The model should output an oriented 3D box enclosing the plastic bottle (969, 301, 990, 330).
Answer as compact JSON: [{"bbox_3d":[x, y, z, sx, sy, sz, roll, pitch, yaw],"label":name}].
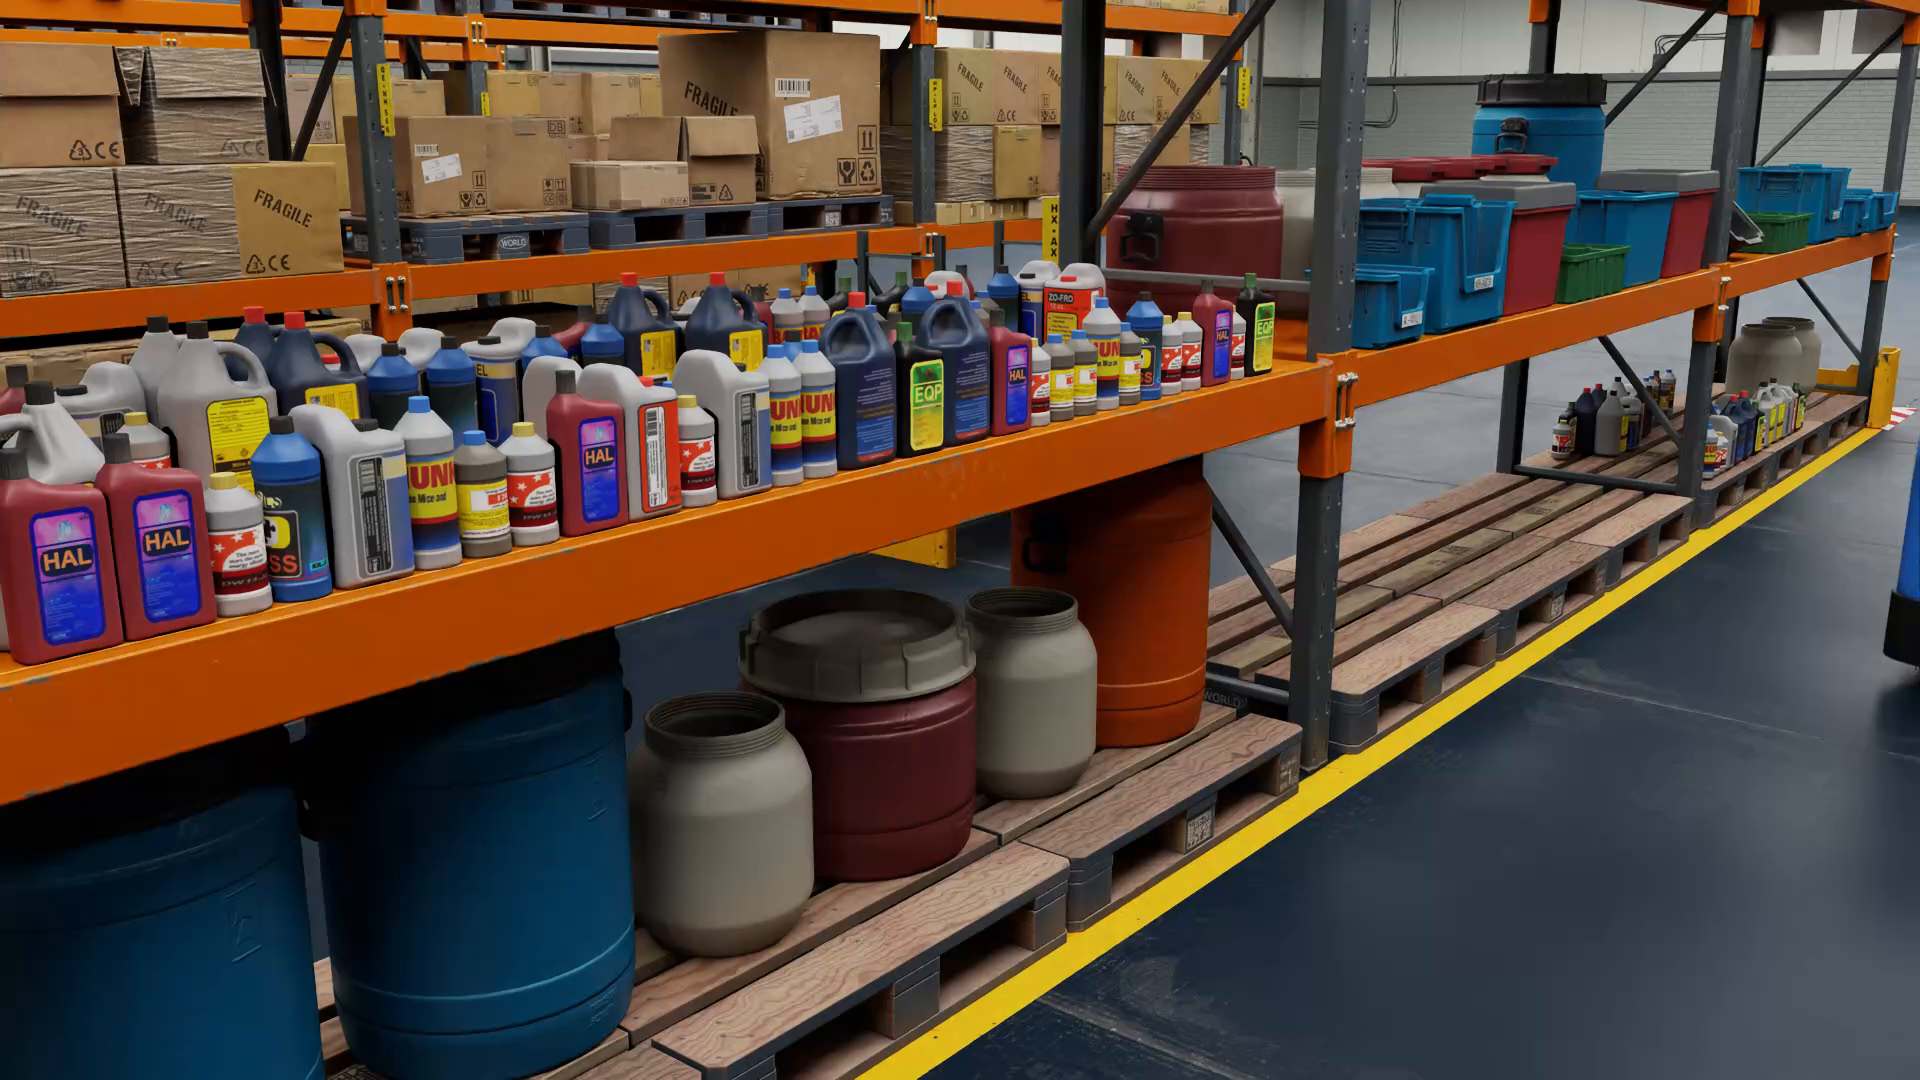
[{"bbox_3d":[0.041,-0.571,4.683,0.097,0.201,0.097,0,14,0],"label":"plastic bottle"}]

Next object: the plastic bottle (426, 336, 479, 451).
[{"bbox_3d":[-1.031,-0.278,3.388,0.097,0.271,0.097,0,14,0],"label":"plastic bottle"}]

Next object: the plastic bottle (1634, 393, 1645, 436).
[{"bbox_3d":[3.861,-0.723,9.500,0.061,0.283,0.133,11,18,38],"label":"plastic bottle"}]

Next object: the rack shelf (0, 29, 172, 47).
[{"bbox_3d":[-9.557,-4.593,15.479,1.077,0.370,4.000,11,18,38],"label":"rack shelf"}]

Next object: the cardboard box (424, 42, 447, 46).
[{"bbox_3d":[-6.117,-5.759,19.118,0.380,0.149,0.250,12,19,39],"label":"cardboard box"}]

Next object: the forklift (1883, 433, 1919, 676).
[{"bbox_3d":[4.598,-0.673,4.817,1.130,2.935,3.031,-8,16,-29],"label":"forklift"}]

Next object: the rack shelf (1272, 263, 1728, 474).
[{"bbox_3d":[2.004,-0.839,6.794,1.077,0.370,4.000,11,18,38],"label":"rack shelf"}]

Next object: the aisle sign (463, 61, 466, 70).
[{"bbox_3d":[-5.988,-5.957,20.198,0.394,0.787,0.004,11,18,38],"label":"aisle sign"}]

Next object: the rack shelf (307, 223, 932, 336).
[{"bbox_3d":[-1.849,-1.605,9.812,1.077,0.370,4.000,11,18,38],"label":"rack shelf"}]

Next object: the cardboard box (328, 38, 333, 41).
[{"bbox_3d":[-6.942,-5.520,18.179,0.380,0.149,0.250,11,18,38],"label":"cardboard box"}]

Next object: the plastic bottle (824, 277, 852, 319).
[{"bbox_3d":[-0.332,-0.564,4.487,0.061,0.283,0.133,11,18,38],"label":"plastic bottle"}]

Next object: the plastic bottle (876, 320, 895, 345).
[{"bbox_3d":[-0.142,-0.334,3.583,0.061,0.283,0.133,11,18,38],"label":"plastic bottle"}]

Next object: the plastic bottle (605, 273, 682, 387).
[{"bbox_3d":[-0.752,-0.452,3.911,0.144,0.351,0.185,11,18,38],"label":"plastic bottle"}]

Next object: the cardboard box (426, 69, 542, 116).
[{"bbox_3d":[-4.128,-3.785,14.434,0.875,0.550,0.550,11,18,38],"label":"cardboard box"}]

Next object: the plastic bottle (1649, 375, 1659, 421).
[{"bbox_3d":[4.177,-0.863,10.075,0.097,0.271,0.097,0,14,0],"label":"plastic bottle"}]

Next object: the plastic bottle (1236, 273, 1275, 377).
[{"bbox_3d":[0.824,-0.605,4.648,0.061,0.283,0.133,11,18,38],"label":"plastic bottle"}]

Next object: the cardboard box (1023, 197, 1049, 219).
[{"bbox_3d":[0.419,-2.399,11.984,0.380,0.149,0.250,11,18,38],"label":"cardboard box"}]

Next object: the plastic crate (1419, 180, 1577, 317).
[{"bbox_3d":[2.000,-1.098,6.222,0.402,0.464,0.583,11,18,38],"label":"plastic crate"}]

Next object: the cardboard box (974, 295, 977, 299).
[{"bbox_3d":[0.045,-1.510,12.200,0.500,0.500,0.500,-9,17,-32],"label":"cardboard box"}]

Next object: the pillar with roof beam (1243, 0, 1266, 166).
[{"bbox_3d":[11.416,-13.397,42.583,9.100,9.000,0.400,11,18,38],"label":"pillar with roof beam"}]

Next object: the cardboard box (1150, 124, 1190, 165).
[{"bbox_3d":[1.334,-3.080,13.349,0.875,0.500,0.500,11,18,38],"label":"cardboard box"}]

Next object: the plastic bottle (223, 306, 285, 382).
[{"bbox_3d":[-1.328,-0.277,3.220,0.144,0.351,0.185,11,18,38],"label":"plastic bottle"}]

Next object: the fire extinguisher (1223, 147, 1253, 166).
[{"bbox_3d":[2.353,-3.016,14.061,0.296,0.674,0.183,11,18,38],"label":"fire extinguisher"}]

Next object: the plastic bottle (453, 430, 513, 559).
[{"bbox_3d":[-0.795,-0.079,2.744,0.097,0.201,0.097,0,14,0],"label":"plastic bottle"}]

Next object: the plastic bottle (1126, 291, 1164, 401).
[{"bbox_3d":[0.470,-0.498,4.253,0.097,0.271,0.097,0,14,0],"label":"plastic bottle"}]

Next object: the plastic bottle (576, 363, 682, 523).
[{"bbox_3d":[-0.598,-0.185,3.013,0.152,0.276,0.135,11,18,38],"label":"plastic bottle"}]

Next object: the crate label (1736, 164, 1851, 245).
[{"bbox_3d":[4.828,-1.960,9.672,0.502,0.435,0.616,11,18,38],"label":"crate label"}]

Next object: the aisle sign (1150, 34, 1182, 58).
[{"bbox_3d":[1.728,-4.421,14.156,0.394,0.787,0.004,11,18,38],"label":"aisle sign"}]

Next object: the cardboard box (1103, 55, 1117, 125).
[{"bbox_3d":[0.822,-3.350,12.381,0.500,0.500,0.500,11,18,38],"label":"cardboard box"}]

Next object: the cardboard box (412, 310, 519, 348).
[{"bbox_3d":[-2.708,-1.069,8.900,0.500,0.250,0.500,12,19,40],"label":"cardboard box"}]

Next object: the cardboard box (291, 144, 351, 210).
[{"bbox_3d":[-5.141,-2.838,12.998,0.500,0.500,0.500,11,18,38],"label":"cardboard box"}]

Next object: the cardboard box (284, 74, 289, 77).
[{"bbox_3d":[-7.517,-4.693,17.667,0.700,0.500,0.500,11,18,38],"label":"cardboard box"}]

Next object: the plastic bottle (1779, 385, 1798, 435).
[{"bbox_3d":[4.782,-0.766,9.685,0.152,0.276,0.135,11,18,38],"label":"plastic bottle"}]

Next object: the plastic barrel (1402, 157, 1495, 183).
[{"bbox_3d":[2.028,-1.347,7.056,0.433,0.535,0.433,0,14,0],"label":"plastic barrel"}]

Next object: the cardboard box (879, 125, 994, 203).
[{"bbox_3d":[-0.261,-2.606,11.483,0.875,0.500,0.500,11,18,38],"label":"cardboard box"}]

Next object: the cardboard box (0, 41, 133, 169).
[{"bbox_3d":[-3.990,-1.844,7.049,0.797,0.503,0.637,12,18,39],"label":"cardboard box"}]

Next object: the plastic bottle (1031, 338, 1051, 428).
[{"bbox_3d":[0.164,-0.371,3.894,0.097,0.201,0.097,0,14,0],"label":"plastic bottle"}]

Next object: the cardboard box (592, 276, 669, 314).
[{"bbox_3d":[-3.373,-2.581,15.652,0.875,0.875,0.875,11,18,38],"label":"cardboard box"}]

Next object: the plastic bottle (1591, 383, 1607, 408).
[{"bbox_3d":[3.562,-0.705,9.291,0.144,0.351,0.185,10,17,35],"label":"plastic bottle"}]

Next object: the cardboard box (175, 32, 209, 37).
[{"bbox_3d":[-7.909,-5.225,17.016,0.380,0.149,0.250,11,18,37],"label":"cardboard box"}]

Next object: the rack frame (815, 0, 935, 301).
[{"bbox_3d":[-0.592,-2.337,11.231,1.000,3.000,0.127,11,18,38],"label":"rack frame"}]

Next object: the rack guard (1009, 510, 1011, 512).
[{"bbox_3d":[0.361,-0.231,8.525,0.587,0.250,0.087,11,18,38],"label":"rack guard"}]

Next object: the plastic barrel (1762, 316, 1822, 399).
[{"bbox_3d":[5.420,-1.197,10.941,0.421,0.512,0.421,0,14,0],"label":"plastic barrel"}]

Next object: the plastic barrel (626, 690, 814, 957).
[{"bbox_3d":[-0.543,0.632,3.742,0.421,0.512,0.421,0,14,0],"label":"plastic barrel"}]

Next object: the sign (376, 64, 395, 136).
[{"bbox_3d":[-2.672,-2.047,7.737,0.100,0.325,0.005,11,18,38],"label":"sign"}]

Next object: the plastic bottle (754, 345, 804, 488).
[{"bbox_3d":[-0.358,-0.246,3.259,0.097,0.271,0.097,0,14,0],"label":"plastic bottle"}]

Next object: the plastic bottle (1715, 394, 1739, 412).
[{"bbox_3d":[4.345,-0.690,9.385,0.152,0.276,0.135,11,18,38],"label":"plastic bottle"}]

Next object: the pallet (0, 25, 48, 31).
[{"bbox_3d":[-9.420,-4.933,15.737,1.213,0.211,1.003,11,18,38],"label":"pallet"}]

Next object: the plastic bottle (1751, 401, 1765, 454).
[{"bbox_3d":[4.346,-0.619,9.091,0.061,0.283,0.133,12,19,40],"label":"plastic bottle"}]

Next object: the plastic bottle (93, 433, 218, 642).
[{"bbox_3d":[-1.121,-0.012,2.314,0.061,0.283,0.133,11,18,38],"label":"plastic bottle"}]

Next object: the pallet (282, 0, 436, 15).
[{"bbox_3d":[-4.924,-4.302,13.261,0.805,0.209,1.217,10,18,35],"label":"pallet"}]

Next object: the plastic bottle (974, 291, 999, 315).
[{"bbox_3d":[0.068,-0.639,4.949,0.097,0.201,0.097,0,14,0],"label":"plastic bottle"}]

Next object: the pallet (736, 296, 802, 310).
[{"bbox_3d":[-2.314,-2.373,17.037,1.003,0.211,1.213,11,18,38],"label":"pallet"}]

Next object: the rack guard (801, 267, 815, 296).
[{"bbox_3d":[-1.857,-2.683,17.670,1.175,0.500,0.348,11,18,38],"label":"rack guard"}]

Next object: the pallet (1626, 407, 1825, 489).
[{"bbox_3d":[4.482,-0.576,9.962,1.003,0.211,1.213,11,18,38],"label":"pallet"}]

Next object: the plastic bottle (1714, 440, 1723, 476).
[{"bbox_3d":[3.866,-0.440,8.554,0.097,0.201,0.097,0,14,0],"label":"plastic bottle"}]

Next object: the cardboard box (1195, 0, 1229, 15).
[{"bbox_3d":[1.817,-4.353,13.377,0.500,0.250,0.500,12,18,39],"label":"cardboard box"}]

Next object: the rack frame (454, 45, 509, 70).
[{"bbox_3d":[-5.786,-4.637,20.283,1.000,3.000,0.127,11,18,38],"label":"rack frame"}]

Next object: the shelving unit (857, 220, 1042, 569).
[{"bbox_3d":[0.048,-0.742,7.996,0.587,1.500,1.083,11,18,38],"label":"shelving unit"}]

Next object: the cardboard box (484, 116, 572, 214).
[{"bbox_3d":[-2.524,-2.055,9.064,0.500,0.500,0.700,-13,19,-41],"label":"cardboard box"}]
